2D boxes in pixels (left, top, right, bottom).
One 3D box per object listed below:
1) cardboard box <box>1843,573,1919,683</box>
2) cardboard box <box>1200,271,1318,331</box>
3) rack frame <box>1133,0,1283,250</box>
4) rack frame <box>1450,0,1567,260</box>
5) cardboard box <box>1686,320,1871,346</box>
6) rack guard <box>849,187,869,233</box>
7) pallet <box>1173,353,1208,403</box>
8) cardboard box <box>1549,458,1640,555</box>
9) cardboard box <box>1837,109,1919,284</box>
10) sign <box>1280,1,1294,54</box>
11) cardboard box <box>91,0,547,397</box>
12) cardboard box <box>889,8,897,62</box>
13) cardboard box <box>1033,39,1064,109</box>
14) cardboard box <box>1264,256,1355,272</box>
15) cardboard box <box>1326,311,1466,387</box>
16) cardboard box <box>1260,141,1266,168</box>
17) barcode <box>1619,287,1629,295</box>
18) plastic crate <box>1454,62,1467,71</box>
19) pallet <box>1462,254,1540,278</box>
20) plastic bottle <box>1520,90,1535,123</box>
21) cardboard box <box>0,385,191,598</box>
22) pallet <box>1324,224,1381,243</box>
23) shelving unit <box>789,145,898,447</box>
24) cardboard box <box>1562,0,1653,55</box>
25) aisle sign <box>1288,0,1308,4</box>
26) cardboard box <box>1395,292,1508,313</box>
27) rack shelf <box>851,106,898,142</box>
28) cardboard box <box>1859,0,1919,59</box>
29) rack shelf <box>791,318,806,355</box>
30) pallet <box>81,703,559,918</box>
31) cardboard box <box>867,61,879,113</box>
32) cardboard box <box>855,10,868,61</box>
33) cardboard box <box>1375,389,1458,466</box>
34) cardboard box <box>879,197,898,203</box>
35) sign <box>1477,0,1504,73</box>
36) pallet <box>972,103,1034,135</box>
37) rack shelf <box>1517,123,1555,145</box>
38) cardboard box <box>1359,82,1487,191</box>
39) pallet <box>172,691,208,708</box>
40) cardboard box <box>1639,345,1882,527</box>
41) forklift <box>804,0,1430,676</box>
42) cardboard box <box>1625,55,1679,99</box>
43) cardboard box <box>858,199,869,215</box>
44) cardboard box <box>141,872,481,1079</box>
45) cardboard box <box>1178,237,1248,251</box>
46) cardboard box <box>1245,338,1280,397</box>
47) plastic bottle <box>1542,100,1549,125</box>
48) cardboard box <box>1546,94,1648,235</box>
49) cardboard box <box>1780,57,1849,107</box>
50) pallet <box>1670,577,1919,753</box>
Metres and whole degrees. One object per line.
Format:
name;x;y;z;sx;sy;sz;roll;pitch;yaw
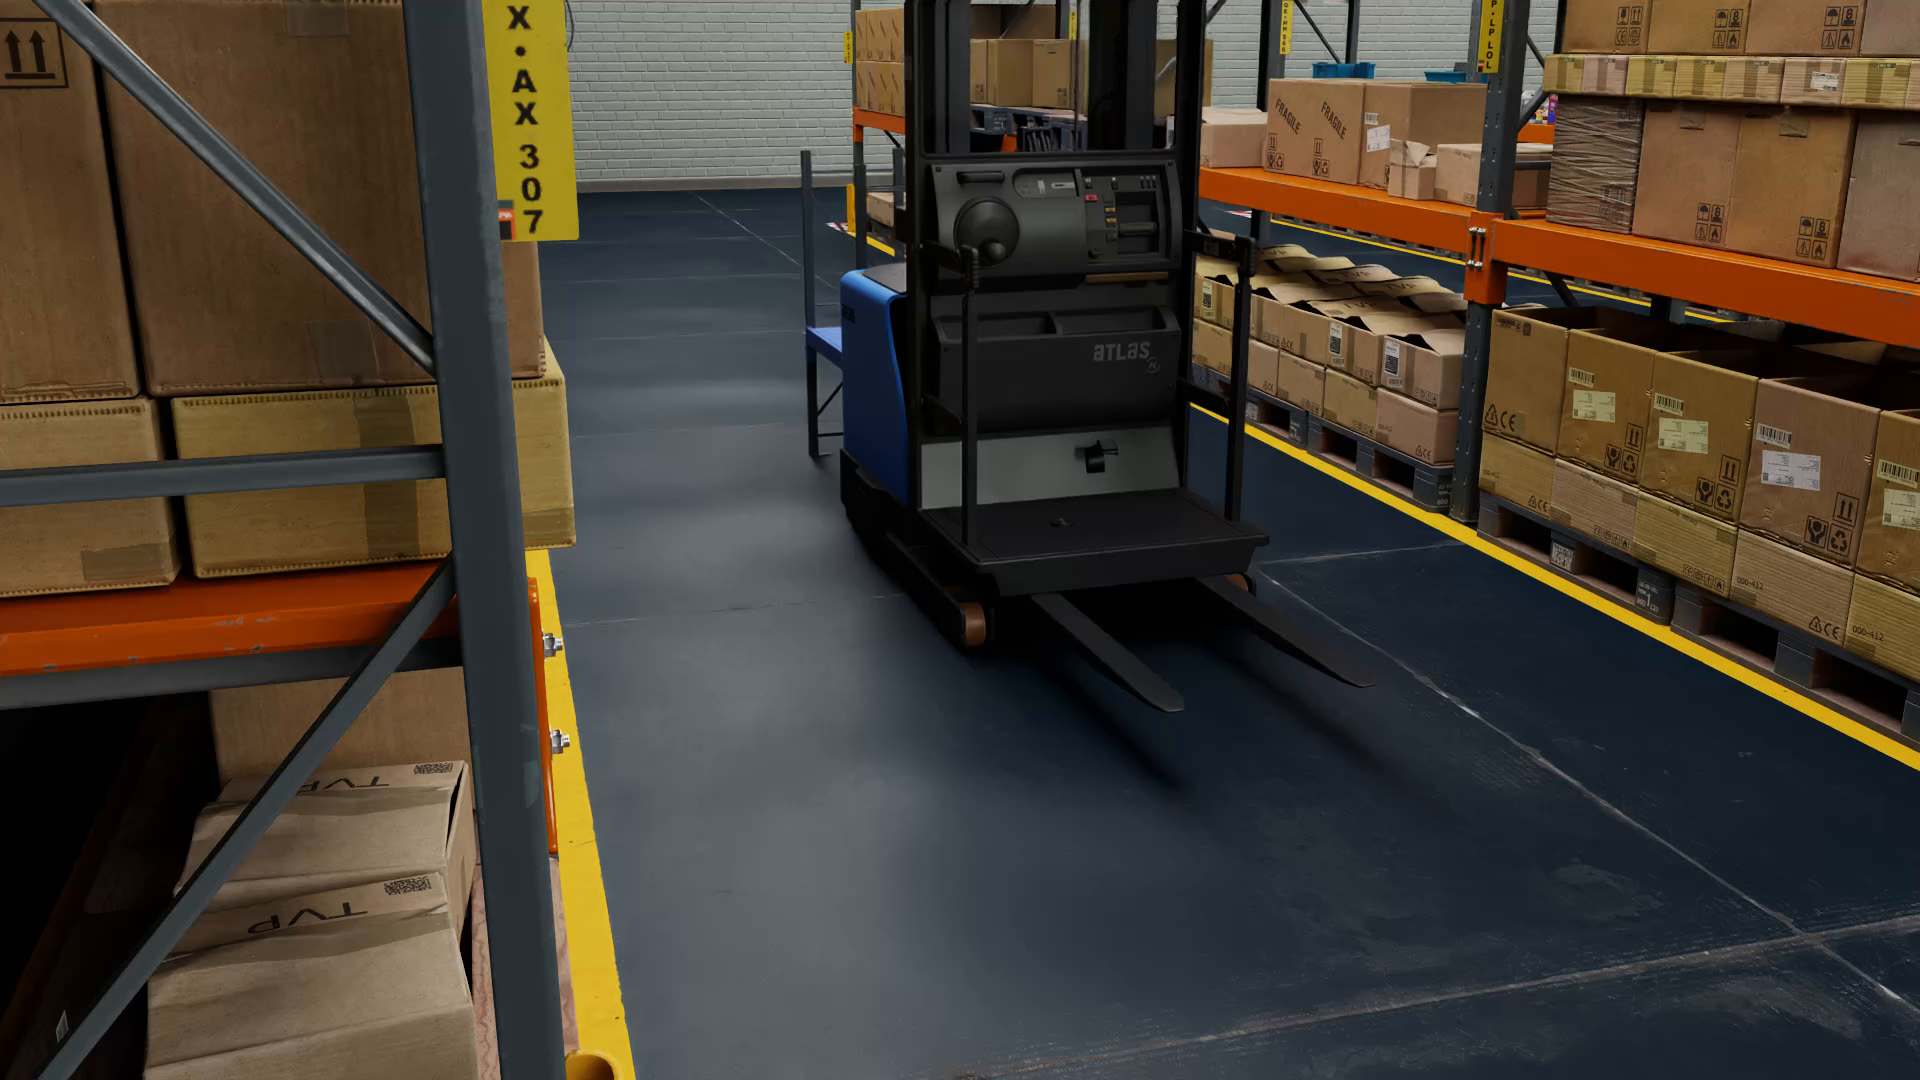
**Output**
cardboard box;3.014;0.265;4.904;0.500;0.250;0.500;-5;17;-15
cardboard box;1.687;-1.361;9.345;0.500;0.311;0.500;-5;17;-17
rack frame;1.535;-2.663;10.602;1.000;3.000;0.127;-5;17;-15
rack frame;5.199;-4.160;15.586;1.000;3.000;0.127;-5;17;-15
cardboard box;3.098;-0.549;6.313;0.500;0.500;0.500;-5;17;-15
rack guard;-0.643;-3.657;18.259;1.175;0.500;0.348;-5;17;-15
pallet;1.723;-1.096;10.235;1.003;0.211;1.213;-5;17;-15
cardboard box;2.602;-0.149;6.285;0.500;0.250;0.500;-5;17;-15
cardboard box;3.189;-1.056;5.079;0.700;0.500;0.500;-4;17;-14
sign;2.067;-3.262;10.585;0.100;0.325;0.005;-5;17;-15
cardboard box;-0.871;-0.510;2.358;0.500;0.500;0.500;-5;17;-15
cardboard box;-0.371;-4.835;15.924;0.500;0.500;0.500;-5;17;-16
cardboard box;0.980;-3.534;12.600;0.700;0.500;0.500;-10;19;-29
cardboard box;2.064;-1.547;9.962;0.500;0.311;0.500;-5;17;-16
cardboard box;2.098;-0.942;7.948;0.500;0.311;0.500;-4;17;-14
cardboard box;1.939;-2.194;9.479;0.380;0.149;0.250;-3;17;-11
barcode;2.964;-1.133;7.421;0.001;0.075;0.075;-5;17;-15
plastic crate;5.195;-4.486;16.456;0.402;0.464;0.583;-5;17;-15
pallet;5.371;-2.607;15.265;1.003;0.211;1.213;-5;17;-15
plastic bottle;5.060;-3.841;14.740;0.152;0.276;0.135;-5;17;-15
cardboard box;-1.344;-0.109;2.326;0.500;0.250;0.500;-4;17;-14
pallet;4.621;-3.363;17.779;1.003;0.211;1.213;-5;17;-15
shelving unit;-0.443;-1.085;7.957;0.538;1.500;1.048;-5;17;-17
cardboard box;2.762;-2.103;6.311;0.700;0.500;0.500;-5;17;-15
aisle sign;3.794;-6.508;18.883;0.394;0.787;0.004;-5;17;-15
cardboard box;2.484;-1.125;8.558;0.500;0.311;0.500;-5;18;-17
rack shelf;-0.114;-3.978;16.231;1.077;0.370;4.000;-5;17;-15
cardboard box;3.176;-1.687;4.924;0.700;0.500;0.500;-5;17;-15
rack shelf;-0.443;-0.913;8.008;0.538;0.185;1.000;-5;17;-17
pallet;-1.571;0.693;4.278;1.003;0.211;1.213;-5;17;-15
cardboard box;-0.649;-4.638;17.003;0.500;0.500;0.500;-5;17;-16
cardboard box;-0.796;-5.259;17.333;0.500;0.500;0.500;-4;17;-14
cardboard box;2.241;-0.532;7.559;0.500;0.250;0.500;-5;17;-16
cardboard box;-0.512;-3.320;16.805;0.500;0.250;0.500;-5;17;-15
sign;2.115;-2.027;6.612;0.100;0.325;0.005;-5;17;-15
pallet;0.550;-3.447;13.549;1.003;0.211;1.213;-5;17;-15
rack shelf;5.749;-3.262;13.848;1.077;0.370;4.000;-5;17;-15
cardboard box;2.294;-1.964;8.101;0.500;0.500;0.500;-3;17;-11
pallet;-1.910;0.355;5.403;1.003;0.211;1.213;-5;17;-15
cardboard box;2.735;-0.370;5.716;0.500;0.500;0.500;-5;17;-15
forklift;0.459;-1.226;5.939;1.130;2.935;3.031;-9;19;-27
cardboard box;2.663;-1.684;6.044;0.380;0.149;0.250;-5;17;-17
cardboard box;-0.879;-3.578;17.840;0.380;0.149;0.250;-5;17;-15
cardboard box;-1.132;0.821;2.912;0.500;0.311;0.500;-7;18;-22
cardboard box;1.684;-1.825;11.393;0.500;0.500;0.500;-4;17;-13
cardboard box;1.824;-0.955;8.966;0.500;0.250;0.500;-4;17;-14
plastic bottle;5.119;-3.717;14.458;0.097;0.201;0.097;0;17;0
cardboard box;2.762;-1.482;6.497;0.700;0.500;0.500;-5;17;-17
cardboard box;2.880;-1.469;5.327;0.380;0.149;0.250;-5;17;-17
pallet;3.151;0.341;5.451;1.003;0.211;1.213;-5;17;-15
